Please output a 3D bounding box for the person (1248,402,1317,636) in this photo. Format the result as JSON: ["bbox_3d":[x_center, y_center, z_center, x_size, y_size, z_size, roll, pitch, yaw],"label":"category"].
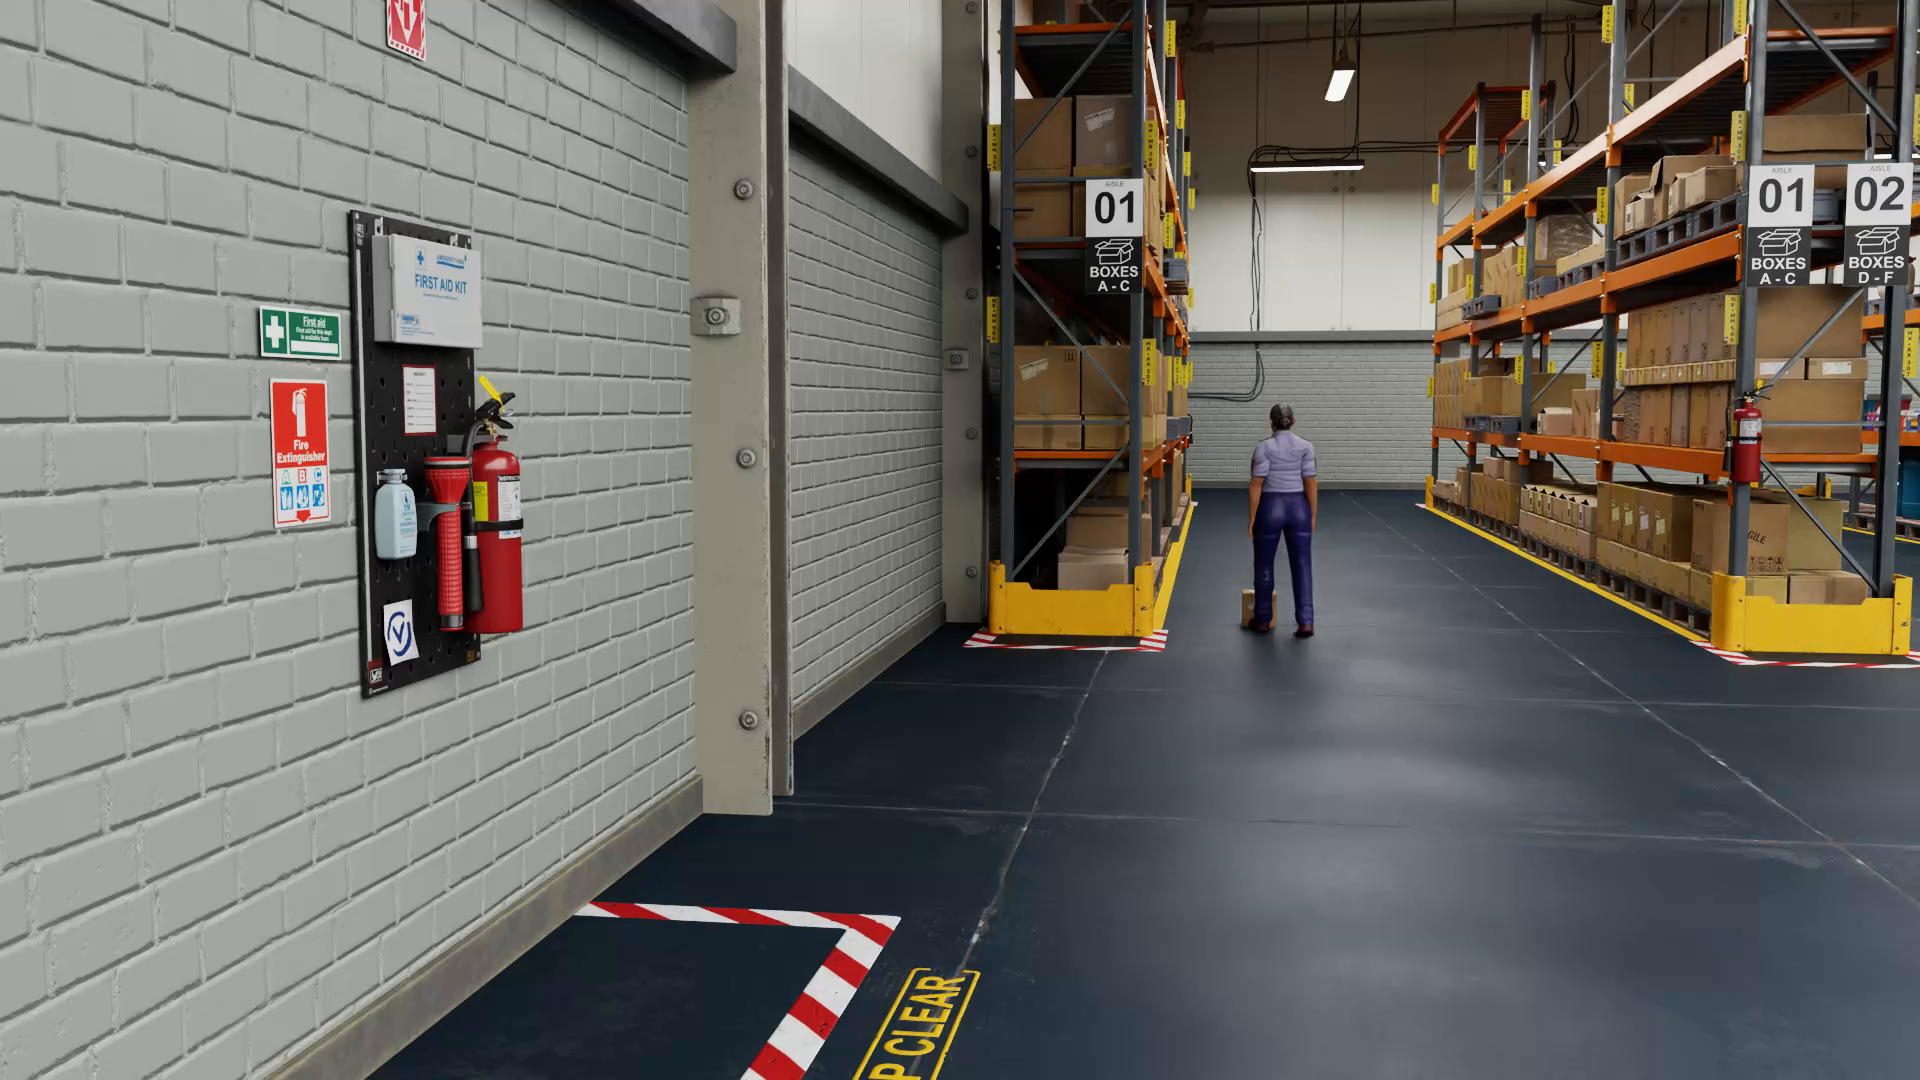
[{"bbox_3d":[2.289,-0.142,11.883,0.489,1.653,0.579,0,5,2],"label":"person"}]
